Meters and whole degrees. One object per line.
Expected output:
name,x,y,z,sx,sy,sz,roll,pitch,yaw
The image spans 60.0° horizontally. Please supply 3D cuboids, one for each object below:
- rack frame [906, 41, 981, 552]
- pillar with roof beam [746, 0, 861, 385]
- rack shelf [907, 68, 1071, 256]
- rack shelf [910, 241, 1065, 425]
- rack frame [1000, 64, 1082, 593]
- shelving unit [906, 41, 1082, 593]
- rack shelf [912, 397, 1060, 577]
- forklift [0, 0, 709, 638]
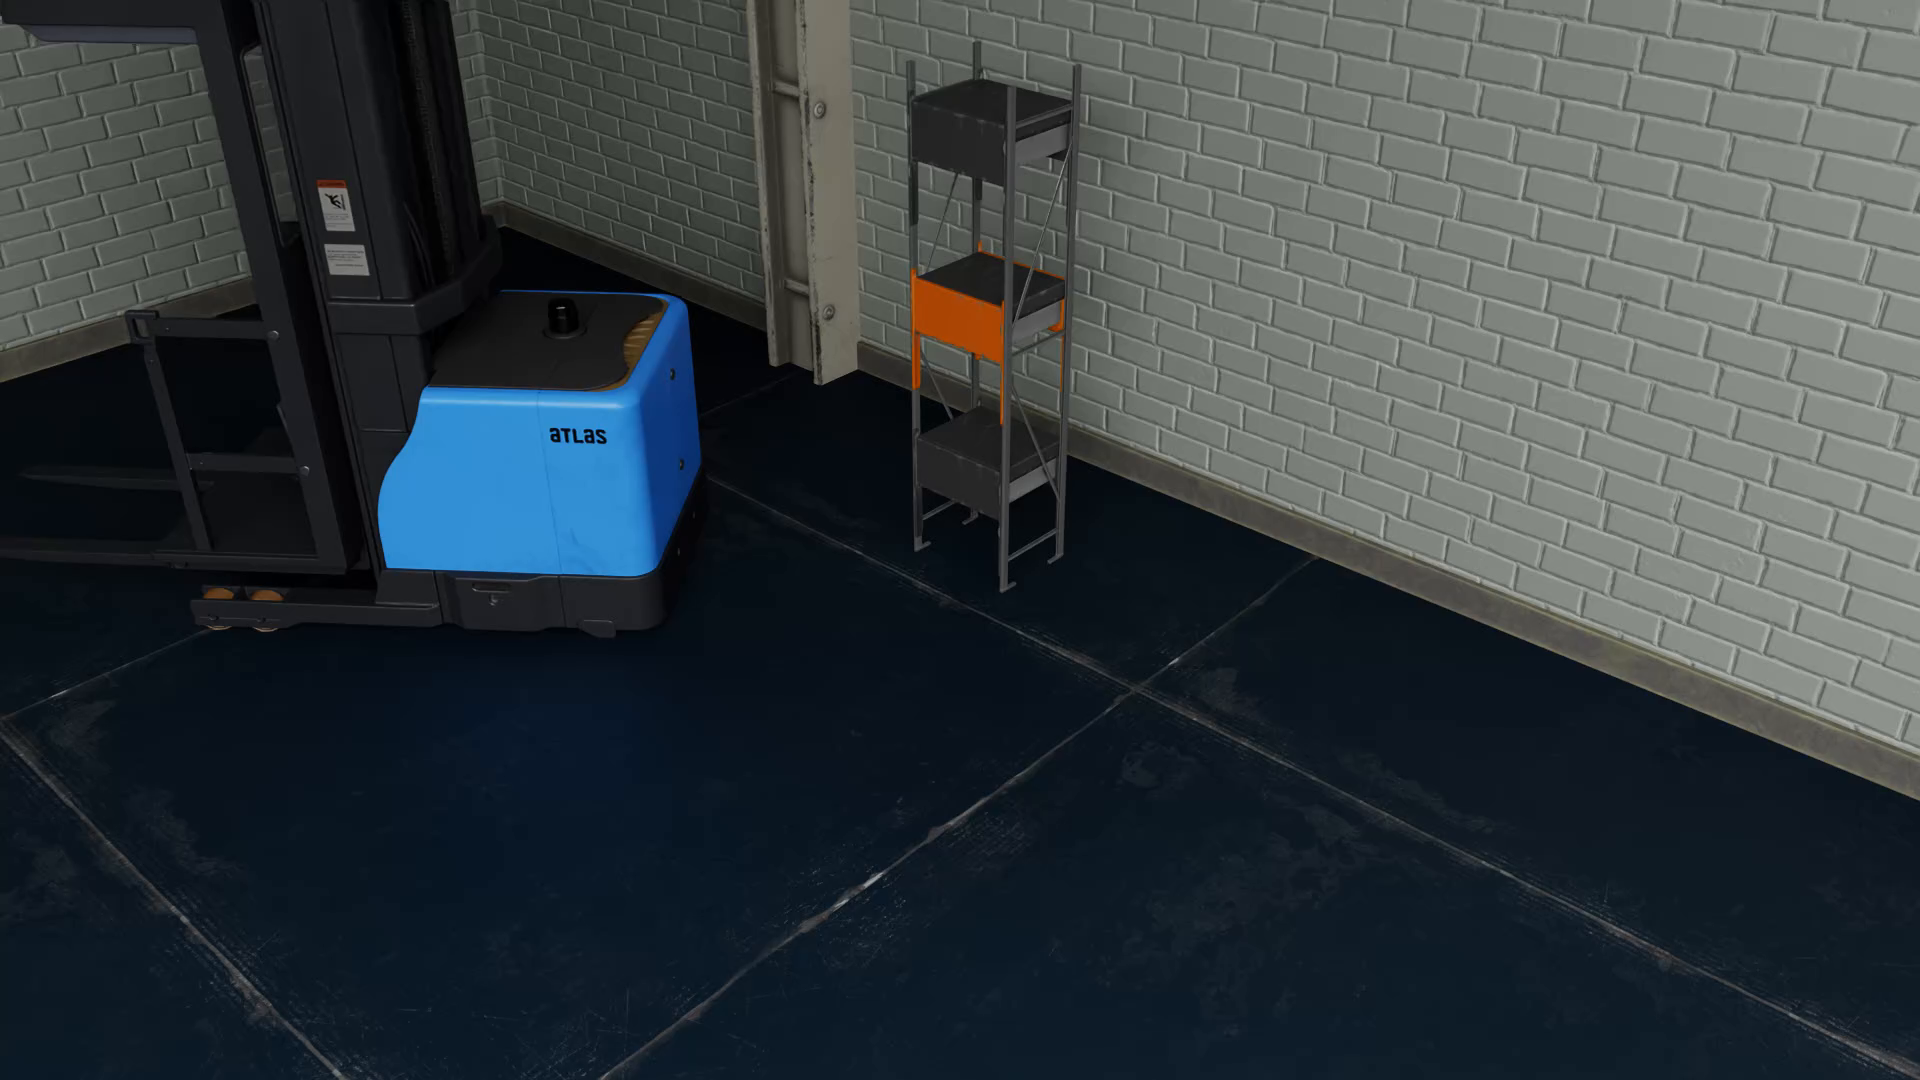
rack frame,-0.058,-0.927,6.754,0.015,2.100,0.400,25,39,35
pillar with roof beam,-3.653,-3.132,3.727,0.400,9.000,9.100,25,39,35
rack shelf,0.123,-1.430,6.259,0.480,0.518,0.431,25,39,35
rack shelf,0.123,-0.831,6.620,0.480,0.518,0.431,25,39,35
rack frame,0.304,-0.758,6.473,0.015,2.100,0.400,25,39,35
shelving unit,0.123,-0.842,6.613,0.503,2.100,0.431,25,39,35
rack shelf,0.123,-0.231,6.981,0.480,0.518,0.431,25,39,35
forklift,-2.646,-1.158,6.332,3.031,2.935,1.130,2,31,3
